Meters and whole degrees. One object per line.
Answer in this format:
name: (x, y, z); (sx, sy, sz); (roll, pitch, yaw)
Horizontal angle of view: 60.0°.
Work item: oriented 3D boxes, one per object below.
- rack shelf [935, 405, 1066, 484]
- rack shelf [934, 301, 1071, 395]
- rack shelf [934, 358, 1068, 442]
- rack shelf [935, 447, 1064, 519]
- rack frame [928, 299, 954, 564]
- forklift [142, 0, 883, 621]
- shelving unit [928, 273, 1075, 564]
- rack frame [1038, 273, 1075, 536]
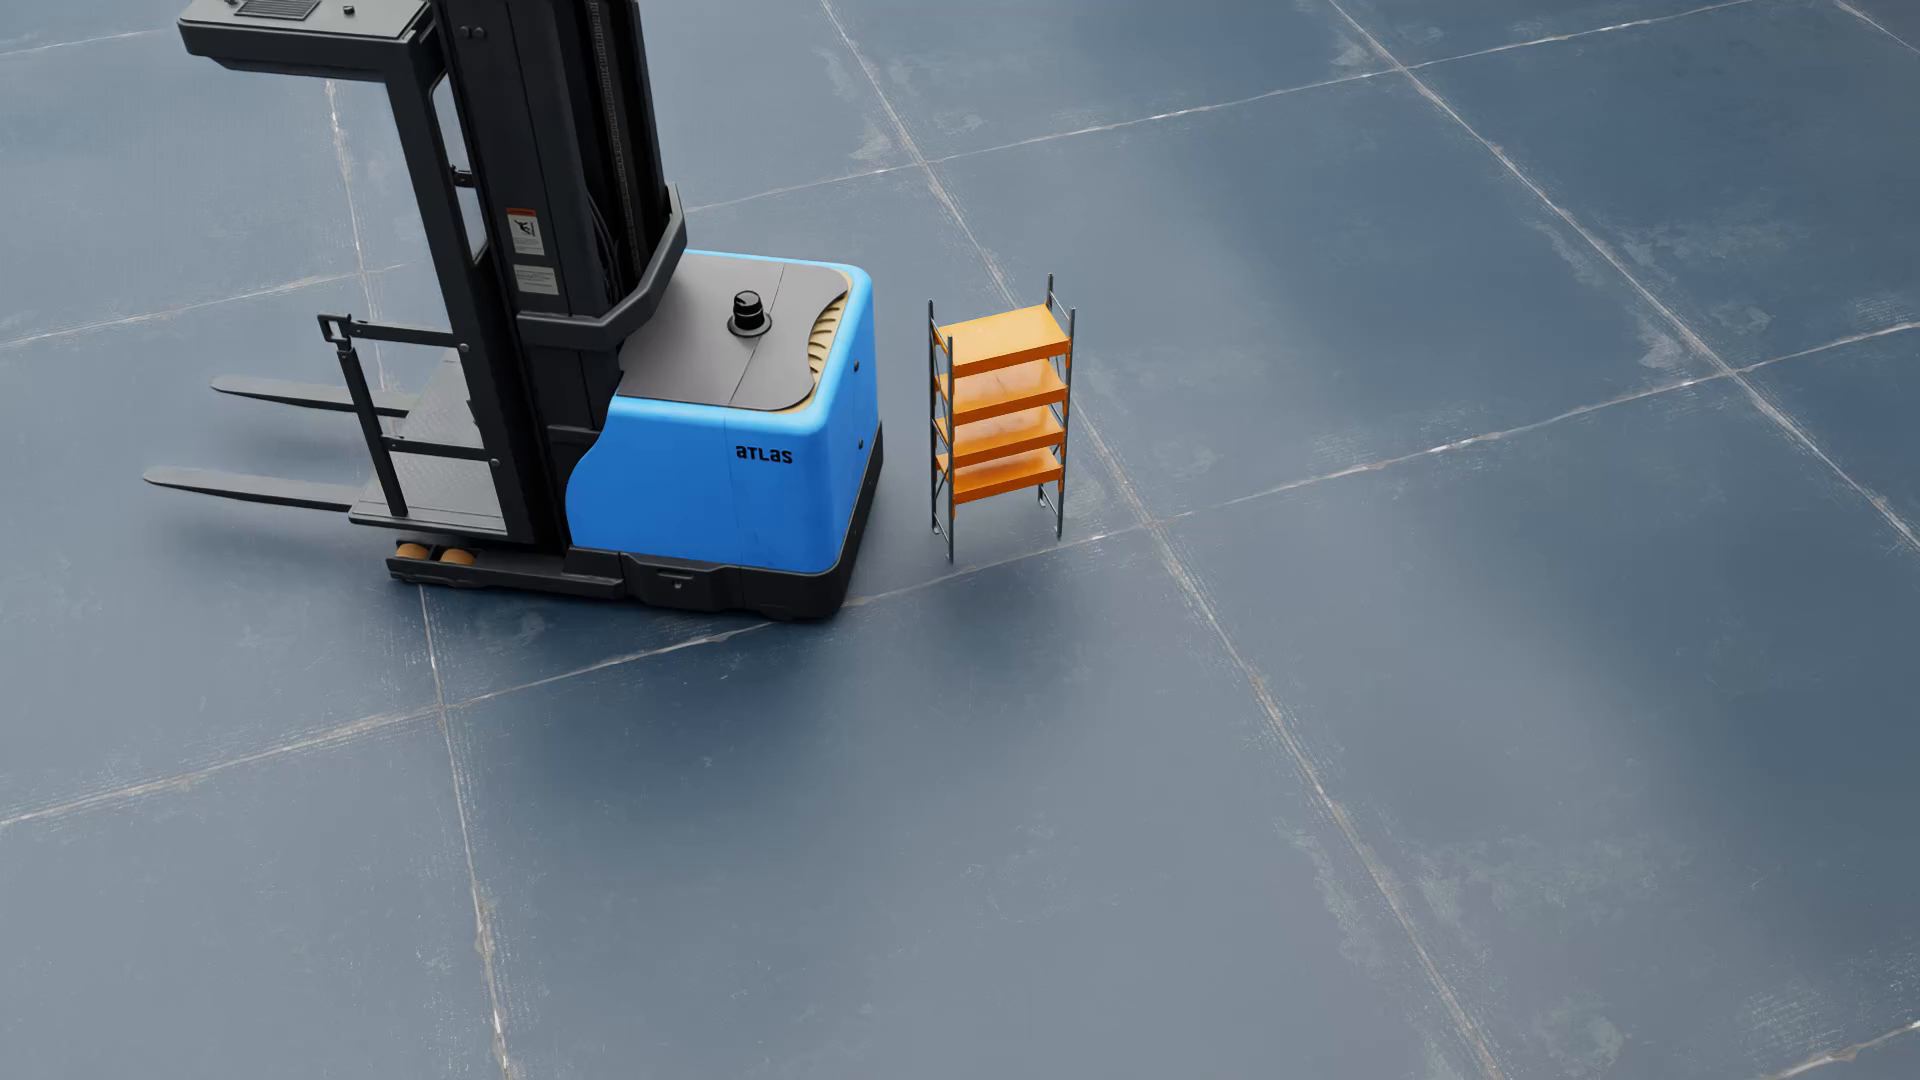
rack shelf: (0.156, -0.416, 6.722); (0.480, 0.148, 0.258); (-14, 47, -14)
rack shelf: (0.156, -0.741, 6.396); (0.480, 0.148, 0.258); (-14, 47, -14)
rack shelf: (0.156, -0.574, 6.563); (0.480, 0.148, 0.258); (-14, 47, -14)
rack shelf: (0.156, -0.276, 6.862); (0.480, 0.148, 0.258); (-14, 47, -14)
rack frame: (-0.074, -0.405, 6.616); (0.015, 1.200, 0.240); (-14, 47, -14)
forklift: (-1.900, -1.200, 6.186); (3.031, 2.935, 1.130); (6, 45, 6)
shelving unit: (0.156, -0.463, 6.674); (0.503, 1.200, 0.258); (-14, 47, -14)
rack frame: (0.385, -0.522, 6.732); (0.015, 1.200, 0.240); (-14, 47, -14)
